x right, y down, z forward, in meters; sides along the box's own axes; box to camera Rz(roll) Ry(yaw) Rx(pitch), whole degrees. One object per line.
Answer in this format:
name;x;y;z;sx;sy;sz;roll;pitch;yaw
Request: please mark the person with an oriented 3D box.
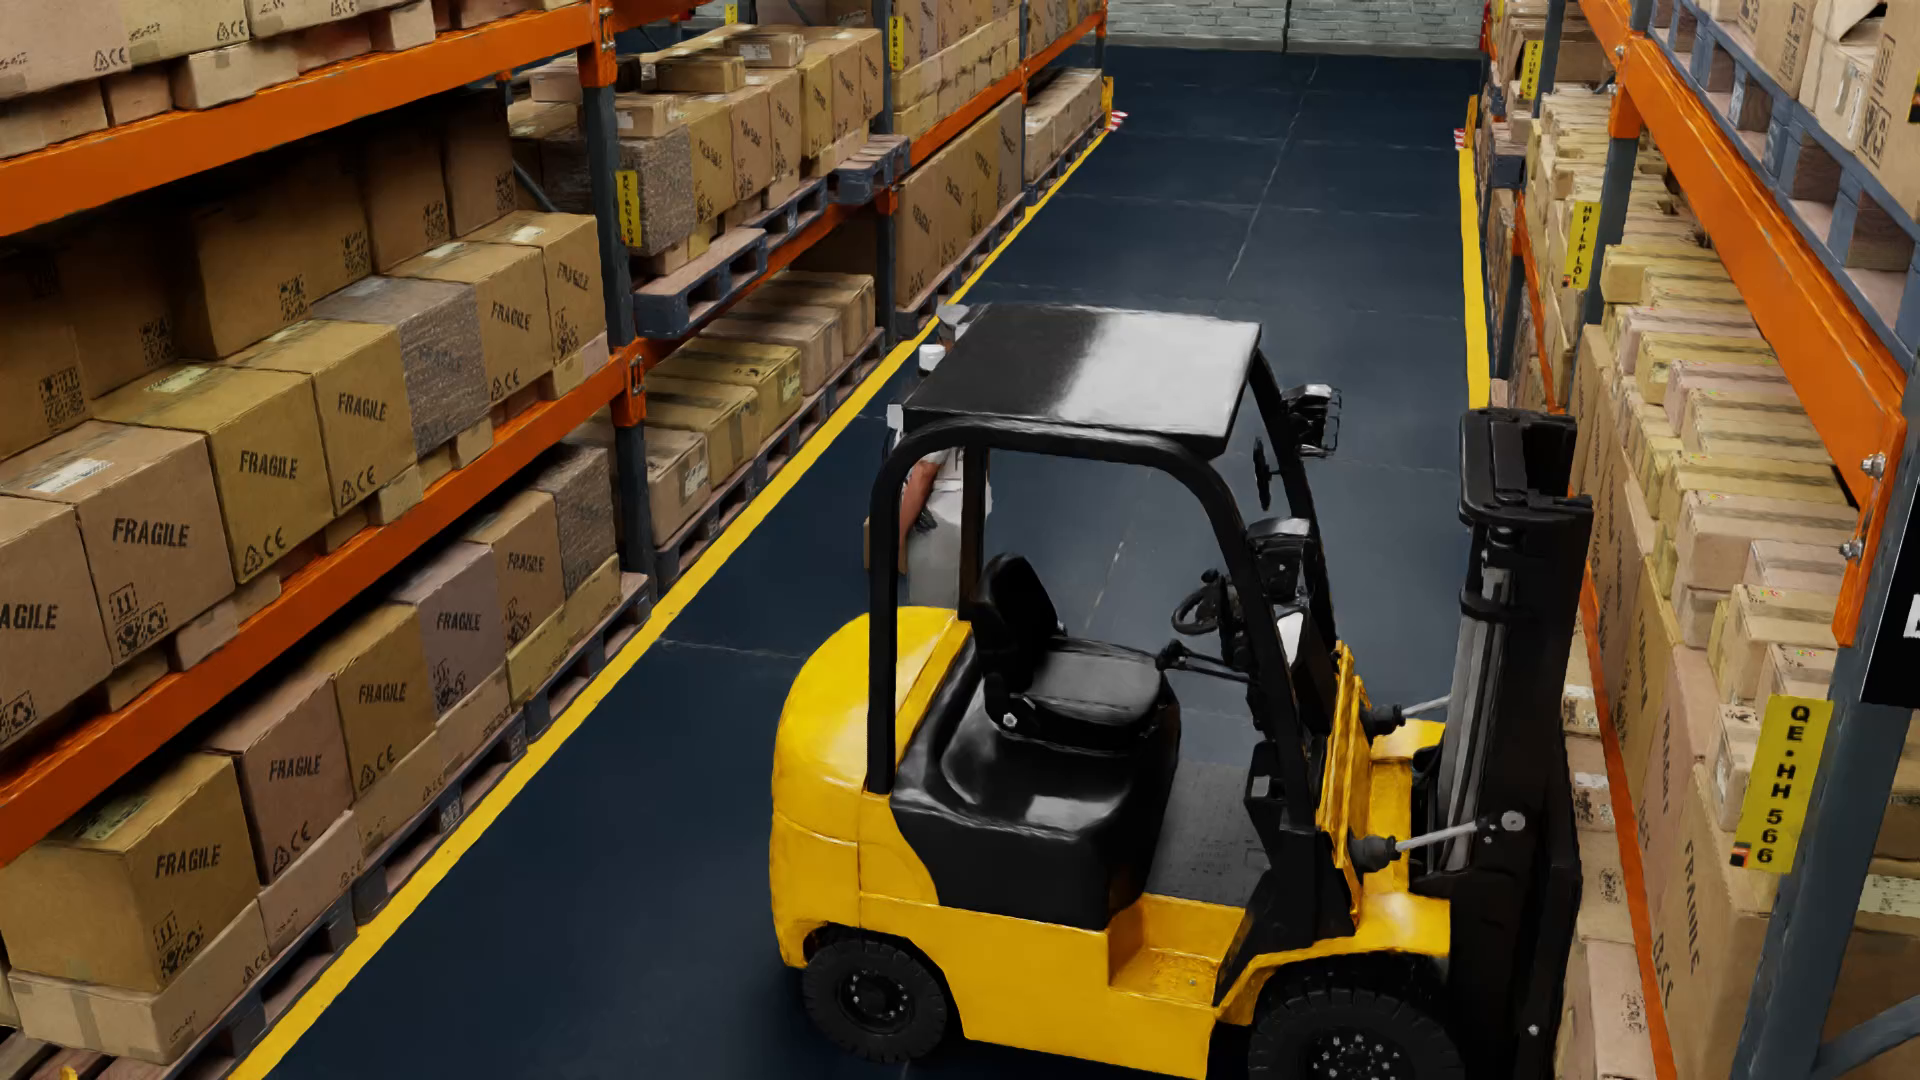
person;-0.031;-0.085;6.804;0.622;1.715;0.597;7;26;15
